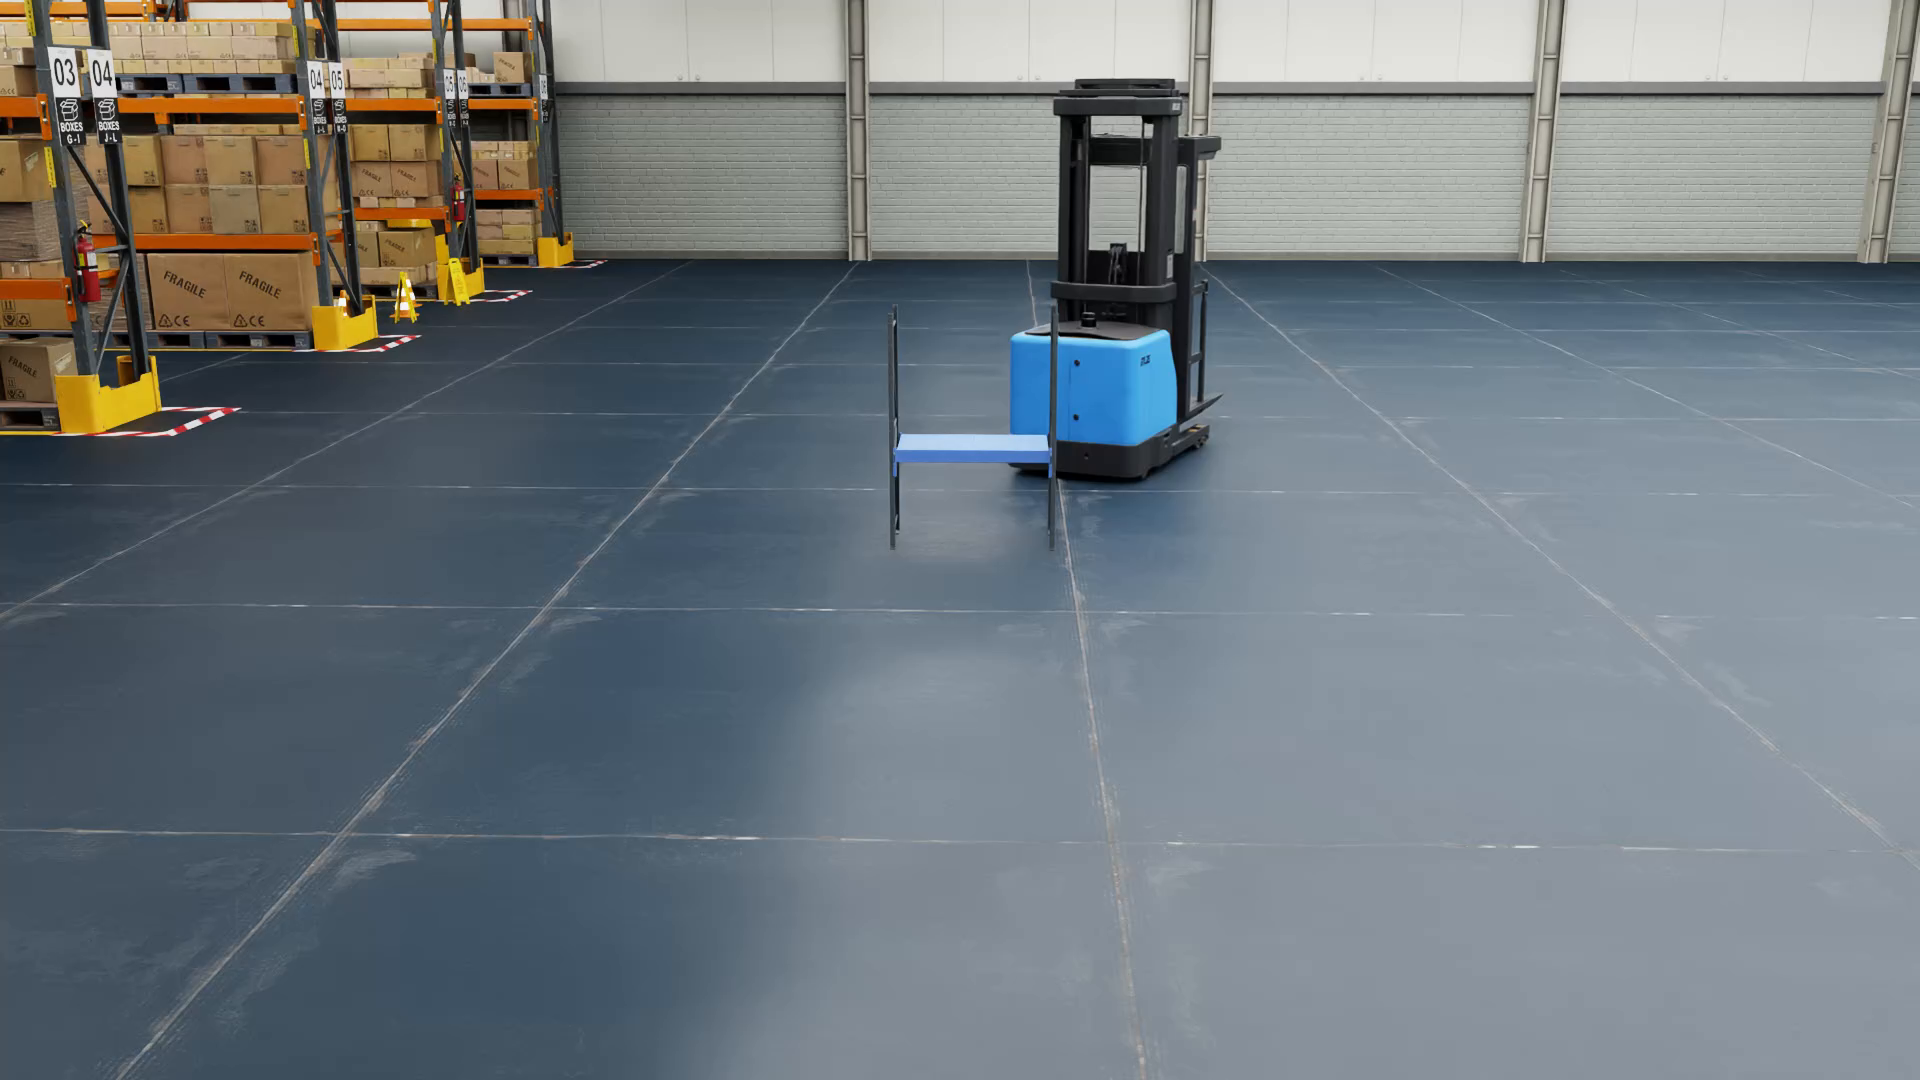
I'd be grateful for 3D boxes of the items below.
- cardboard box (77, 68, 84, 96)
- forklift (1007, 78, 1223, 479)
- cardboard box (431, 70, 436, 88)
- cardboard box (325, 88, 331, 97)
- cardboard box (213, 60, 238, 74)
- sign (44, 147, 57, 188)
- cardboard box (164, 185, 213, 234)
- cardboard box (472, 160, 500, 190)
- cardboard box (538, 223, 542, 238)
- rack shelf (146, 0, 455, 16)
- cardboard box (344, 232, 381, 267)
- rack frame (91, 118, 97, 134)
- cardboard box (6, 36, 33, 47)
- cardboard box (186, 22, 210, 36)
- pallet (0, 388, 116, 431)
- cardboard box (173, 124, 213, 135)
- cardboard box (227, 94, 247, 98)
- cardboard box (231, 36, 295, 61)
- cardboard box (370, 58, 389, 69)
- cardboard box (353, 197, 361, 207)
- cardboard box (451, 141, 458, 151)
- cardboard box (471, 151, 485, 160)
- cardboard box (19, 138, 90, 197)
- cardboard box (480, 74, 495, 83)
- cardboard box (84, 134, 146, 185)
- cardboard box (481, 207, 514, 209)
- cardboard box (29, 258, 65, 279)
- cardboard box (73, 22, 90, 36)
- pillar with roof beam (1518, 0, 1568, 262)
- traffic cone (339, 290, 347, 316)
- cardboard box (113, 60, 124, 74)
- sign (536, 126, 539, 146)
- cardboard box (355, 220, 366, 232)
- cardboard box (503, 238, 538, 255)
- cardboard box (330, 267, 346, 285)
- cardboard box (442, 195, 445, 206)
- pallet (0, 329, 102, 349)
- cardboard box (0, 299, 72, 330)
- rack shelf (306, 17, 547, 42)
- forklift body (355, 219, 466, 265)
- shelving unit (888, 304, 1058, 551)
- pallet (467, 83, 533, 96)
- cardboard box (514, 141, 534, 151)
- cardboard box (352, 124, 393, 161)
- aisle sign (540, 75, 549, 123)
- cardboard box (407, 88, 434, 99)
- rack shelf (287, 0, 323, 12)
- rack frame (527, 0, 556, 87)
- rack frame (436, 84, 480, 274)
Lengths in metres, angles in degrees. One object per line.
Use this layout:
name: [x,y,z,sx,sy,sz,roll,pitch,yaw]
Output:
cardboard box: [-7.973,-3.962,14.391,0.500,0.250,0.500,1,15,3]
forklift: [1.432,-2.205,13.453,1.130,2.935,3.031,7,16,24]
cardboard box: [-7.740,-6.635,23.940,0.500,0.250,0.500,0,15,0]
cardboard box: [-8.888,-6.318,23.518,0.250,0.149,0.380,0,15,0]
cardboard box: [-8.120,-5.279,18.561,0.250,0.149,0.380,1,15,2]
sign: [-7.532,-3.086,13.769,0.005,0.325,0.100,0,15,1]
cardboard box: [-8.749,-3.876,19.359,0.550,0.550,0.875,0,15,1]
cardboard box: [-8.139,-6.298,28.637,0.500,0.500,0.500,1,15,3]
cardboard box: [-7.586,-5.479,29.316,0.500,0.250,0.500,1,15,2]
rack shelf: [-9.244,-7.607,23.448,4.000,0.370,1.077,0,15,1]
cardboard box: [-8.574,-4.220,24.051,0.500,0.500,0.500,1,15,4]
rack frame: [-15.119,-6.360,29.067,0.127,3.000,1.000,0,15,1]
cardboard box: [-10.283,-5.501,18.622,0.500,0.250,0.500,0,15,1]
cardboard box: [-8.380,-5.666,18.465,0.250,0.149,0.380,1,15,2]
pallet: [-8.385,-1.182,14.905,1.213,0.211,1.003,0,15,1]
cardboard box: [-10.809,-5.686,23.772,0.500,0.500,0.700,0,15,1]
cardboard box: [-10.178,-6.332,23.571,0.250,0.149,0.380,1,15,3]
cardboard box: [-7.766,-5.484,18.559,0.500,0.250,0.500,1,15,2]
cardboard box: [-8.103,-6.692,23.374,0.250,0.149,0.380,0,15,1]
cardboard box: [-8.646,-4.881,23.952,0.250,0.149,0.380,1,15,2]
cardboard box: [-8.763,-6.745,28.476,0.250,0.149,0.380,1,15,3]
cardboard box: [-8.237,-6.617,28.572,0.250,0.149,0.380,0,15,1]
cardboard box: [-8.041,-3.264,14.592,0.500,0.500,0.500,0,15,1]
cardboard box: [-7.958,-7.816,28.180,0.250,0.149,0.380,0,15,0]
cardboard box: [-9.812,-4.376,19.137,0.550,0.550,0.875,0,15,1]
cardboard box: [-8.097,-5.719,29.243,0.500,0.250,0.500,0,15,2]
cardboard box: [-7.788,-2.343,14.332,0.250,0.149,0.380,0,15,1]
cardboard box: [-9.641,-5.674,18.497,0.250,0.149,0.380,0,15,1]
pillar with roof beam: [10.090,-8.228,24.387,0.400,9.000,9.100,0,15,1]
traffic cone: [-7.765,-2.918,20.994,0.334,0.463,0.336,0,15,1]
cardboard box: [-9.393,-5.287,18.591,0.250,0.149,0.380,1,15,2]
sign: [-7.149,-6.844,28.168,0.005,0.325,0.100,0,15,1]
cardboard box: [-8.672,-4.519,23.912,0.250,0.149,0.380,1,15,2]
cardboard box: [-7.599,-5.104,28.873,0.500,0.250,0.500,0,15,2]
cardboard box: [-9.100,-3.860,24.157,0.500,0.250,0.500,0,15,-1]
cardboard box: [-7.579,-4.976,24.312,0.250,0.149,0.380,0,15,2]
pallet: [-10.511,-2.432,19.645,1.213,0.211,1.003,0,15,1]
cardboard box: [-10.642,-2.959,19.518,0.875,0.875,0.875,1,15,2]
rack shelf: [-9.121,-8.681,28.297,4.000,0.370,1.077,0,15,1]
forklift body: [-9.064,-5.445,27.261,1.214,2.155,2.313,0,15,1]
shelving unit: [0.085,-0.725,10.647,1.048,1.500,0.538,0,15,1]
pallet: [-7.828,-7.727,28.541,1.213,0.211,1.003,0,15,1]
cardboard box: [-7.485,-6.763,28.541,0.250,0.149,0.380,0,15,2]
cardboard box: [-8.267,-5.671,23.715,0.500,0.500,0.700,1,15,2]
aisle sign: [-7.063,-7.490,28.253,0.004,0.787,0.394,0,15,1]
cardboard box: [-7.608,-6.302,23.460,0.250,0.149,0.380,0,15,2]
rack shelf: [-9.269,-6.152,18.711,4.000,0.370,1.077,0,15,1]
rack frame: [-7.122,-9.209,28.104,0.127,3.000,1.000,0,15,1]
rack frame: [-7.245,-5.042,24.072,0.127,3.000,1.000,0,15,1]
